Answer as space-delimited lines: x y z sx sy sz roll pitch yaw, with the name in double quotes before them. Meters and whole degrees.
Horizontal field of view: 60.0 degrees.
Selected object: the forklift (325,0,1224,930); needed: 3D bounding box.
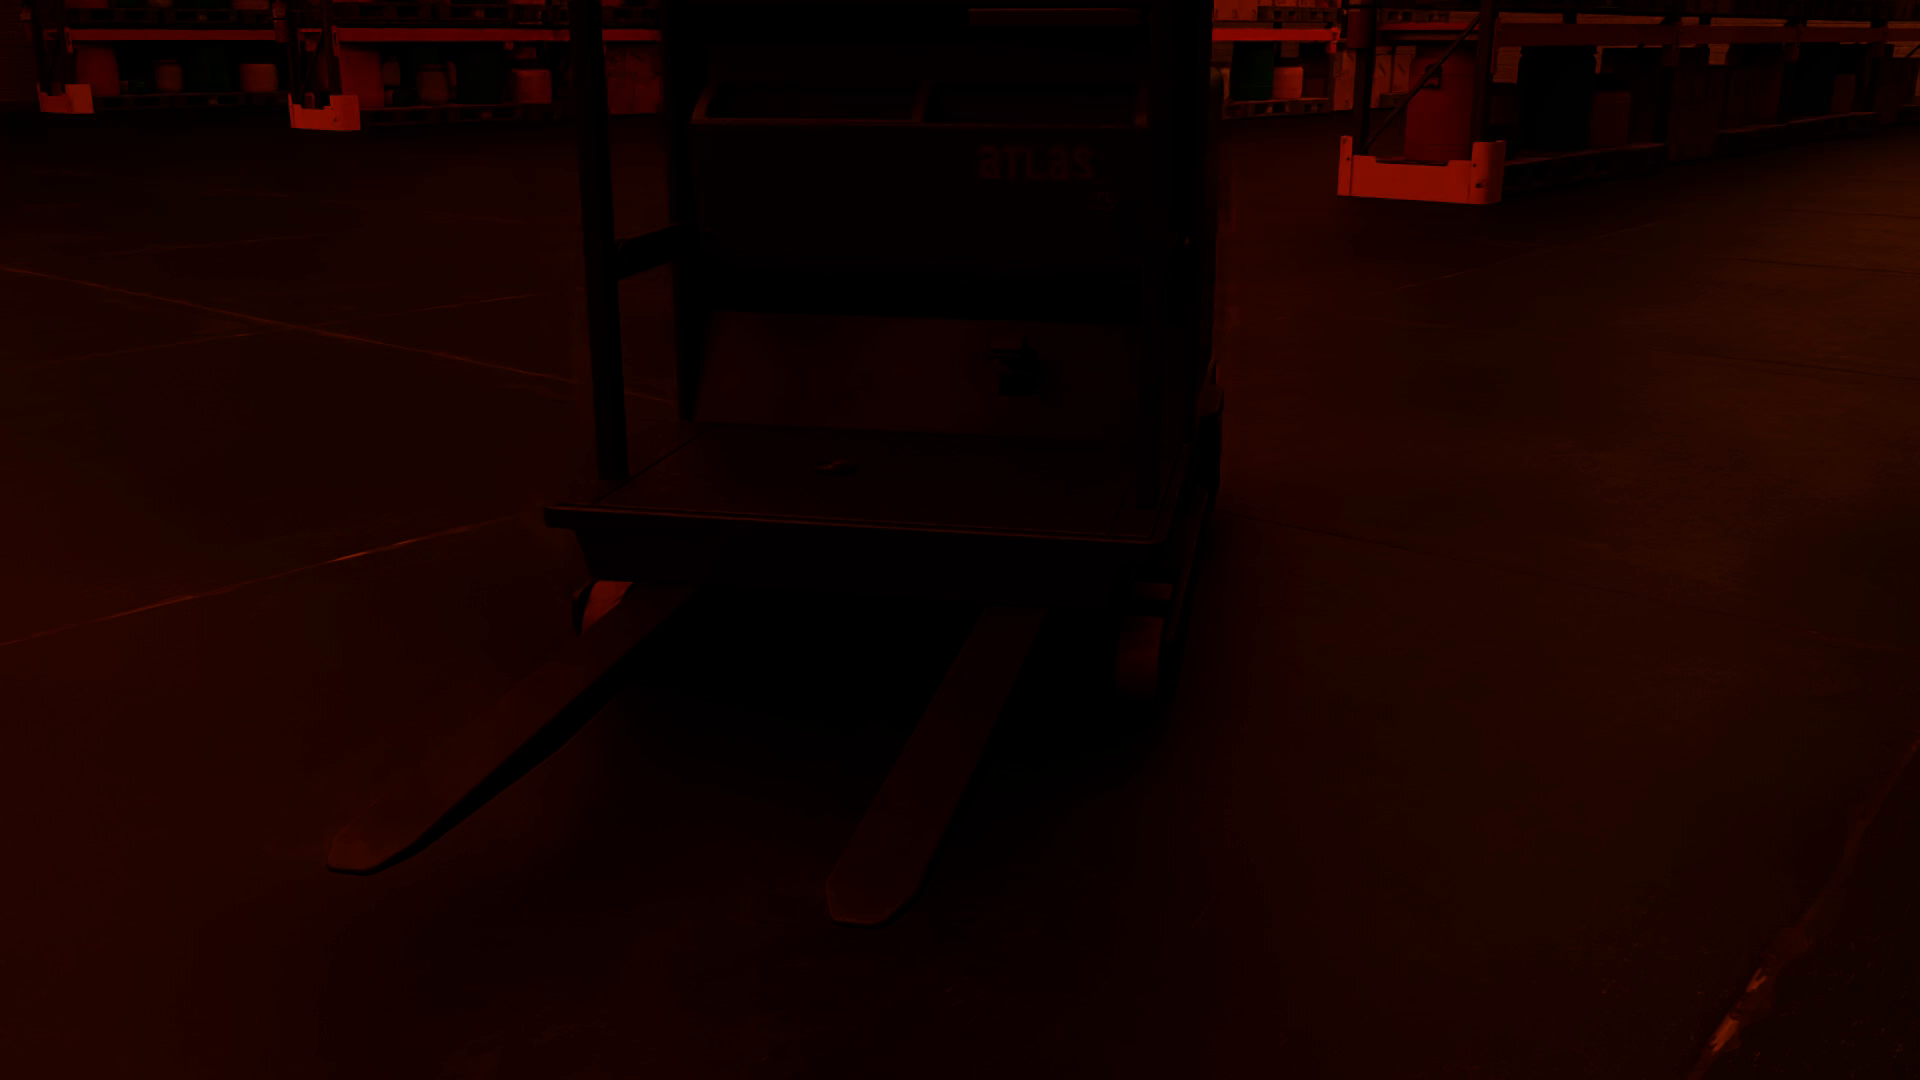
"forklift" -0.107 -1.222 2.921 1.130 2.935 3.031 3 17 11
